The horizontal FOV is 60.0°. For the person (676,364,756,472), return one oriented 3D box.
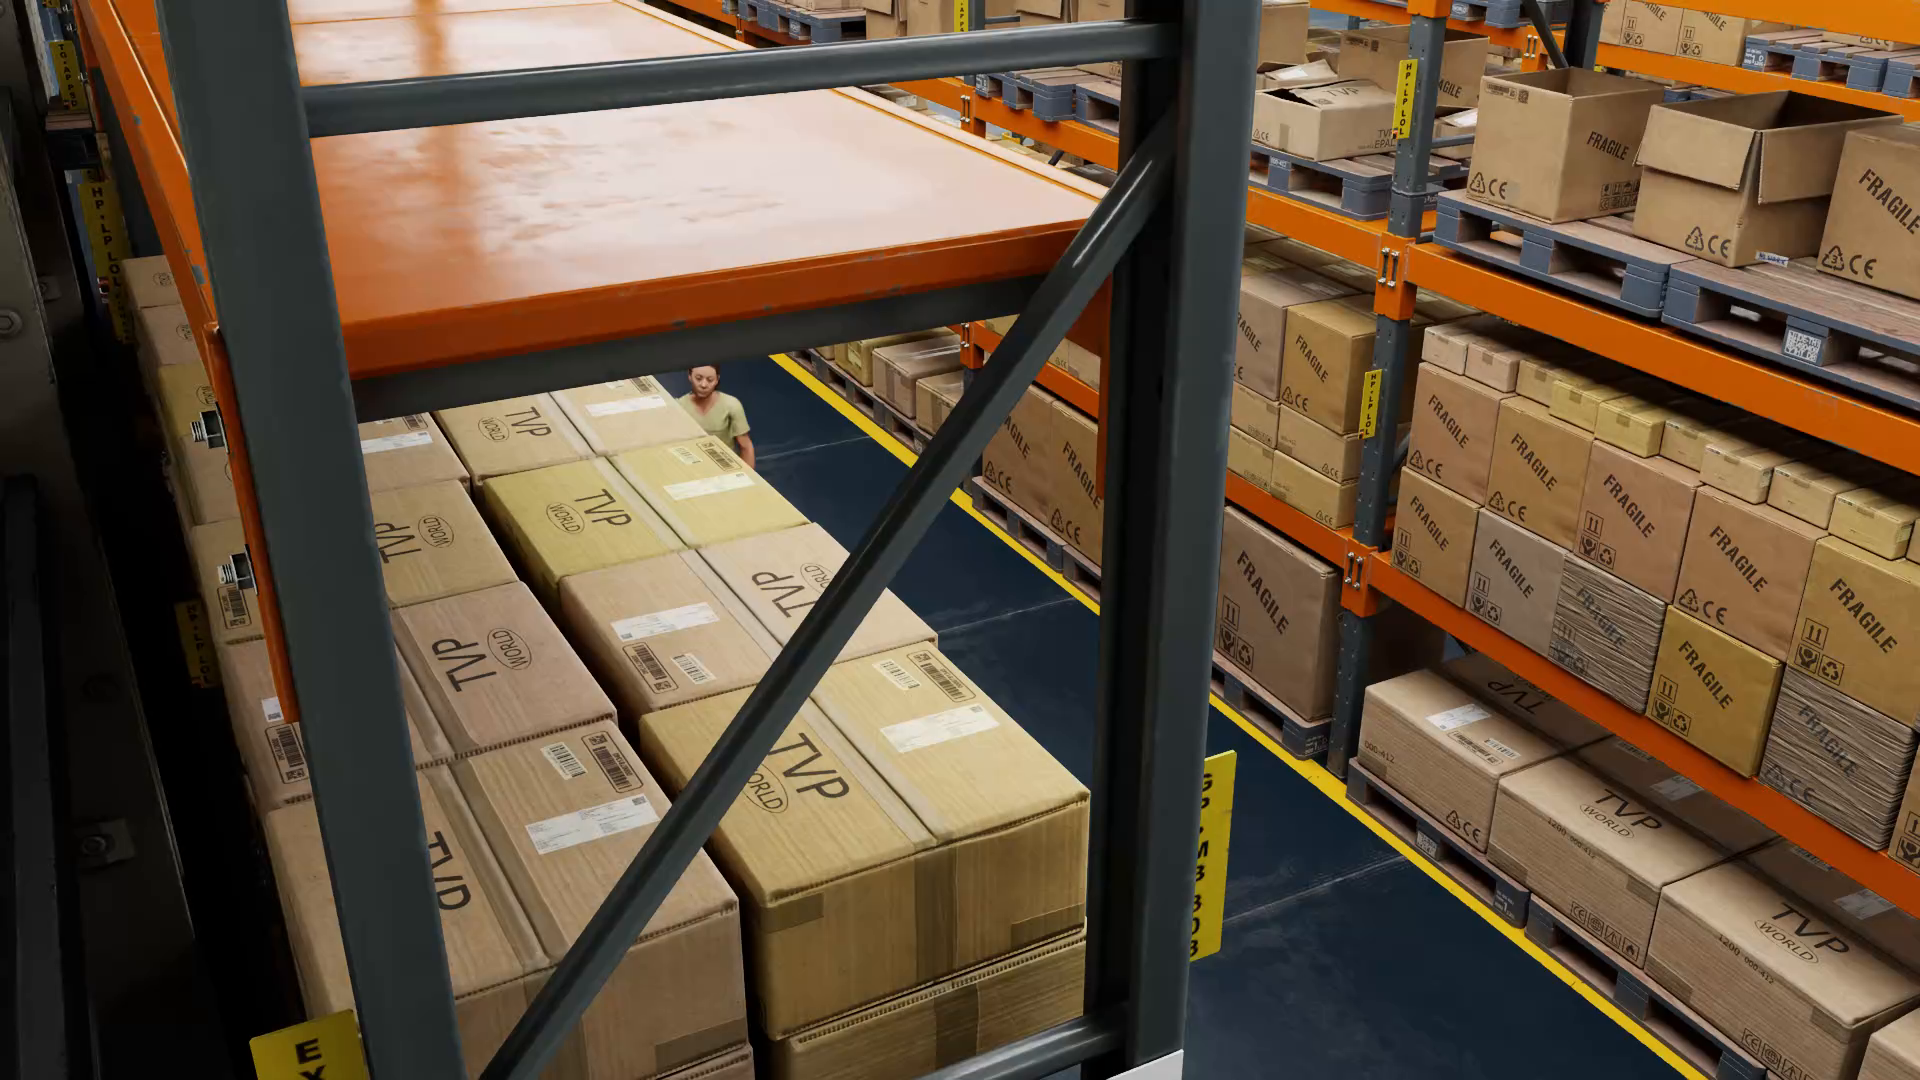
[{"bbox_3d":[-1.444,-0.288,9.656,0.573,1.679,0.375,4,26,8],"label":"person"}]
